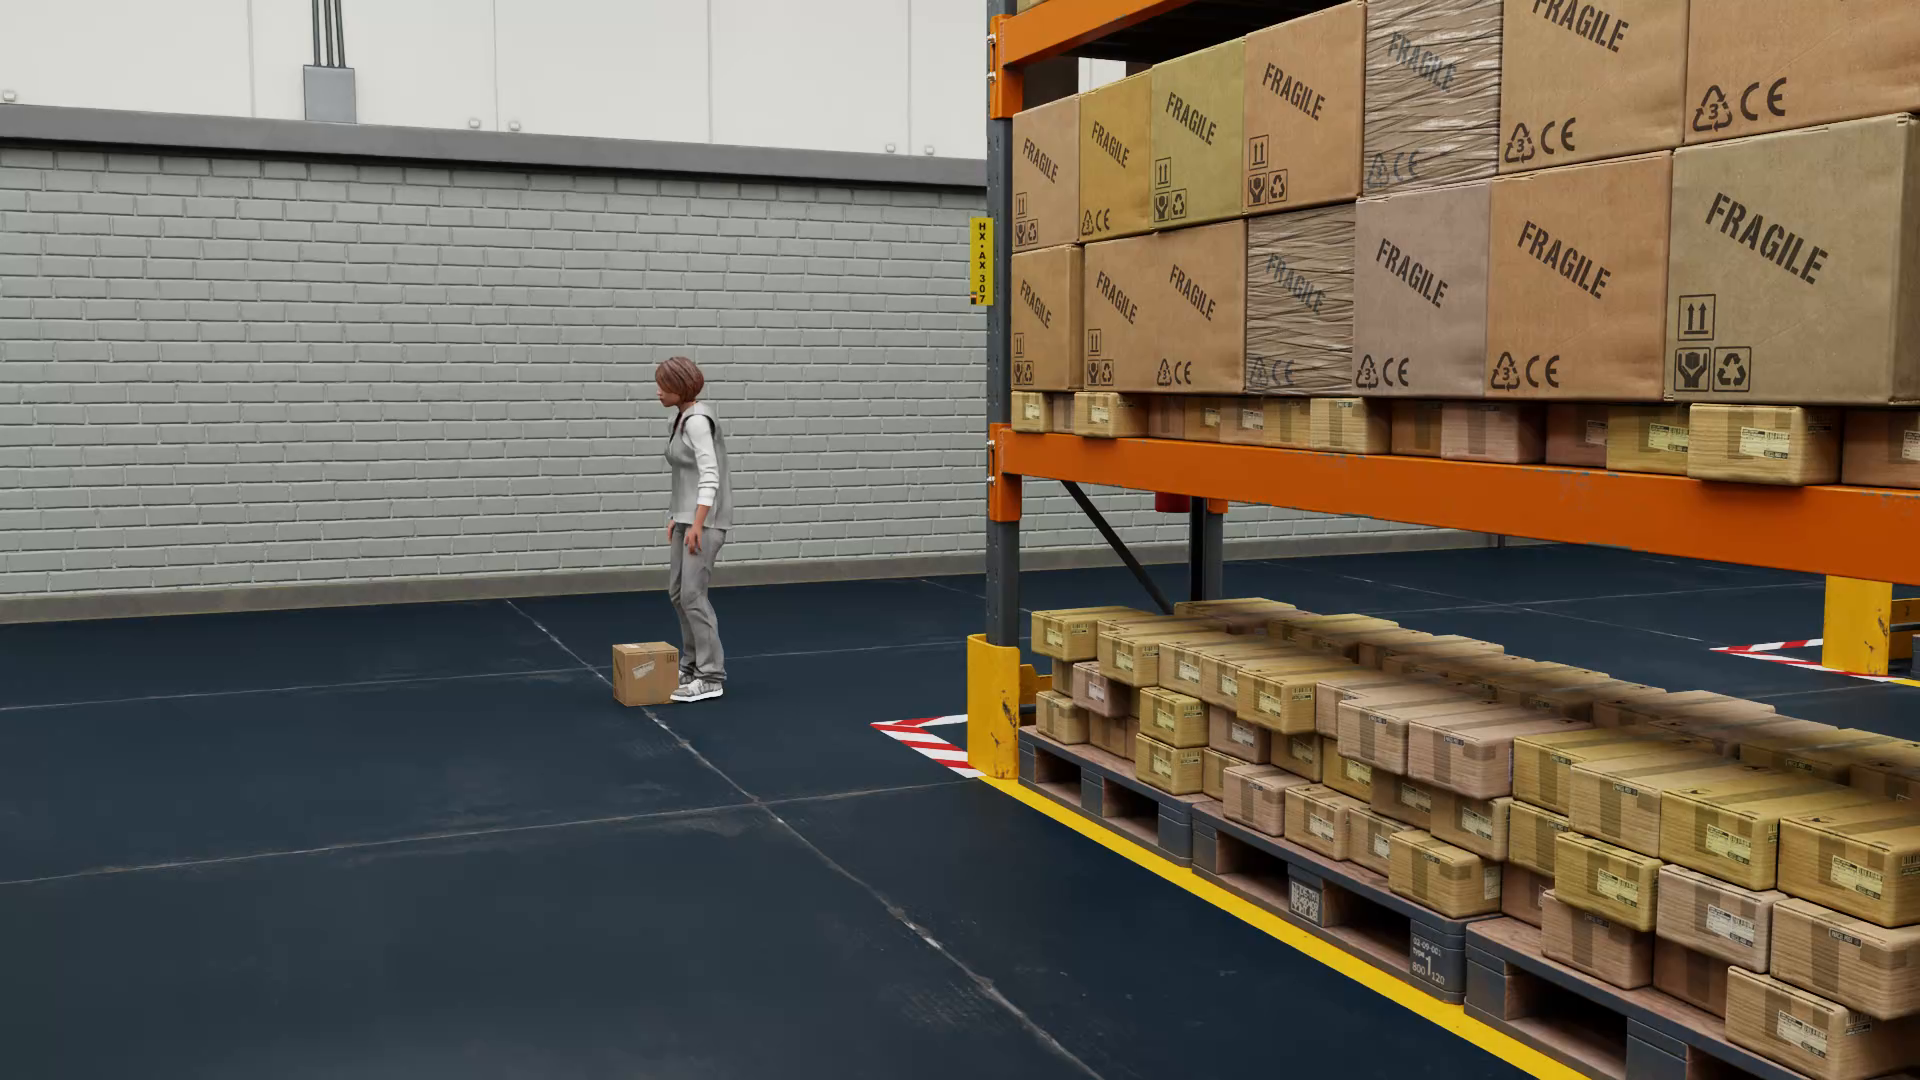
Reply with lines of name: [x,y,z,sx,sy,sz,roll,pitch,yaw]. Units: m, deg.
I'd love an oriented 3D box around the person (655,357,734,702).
person: [-1.248,-0.051,7.788,0.343,1.582,0.462,-2,6,-23]
